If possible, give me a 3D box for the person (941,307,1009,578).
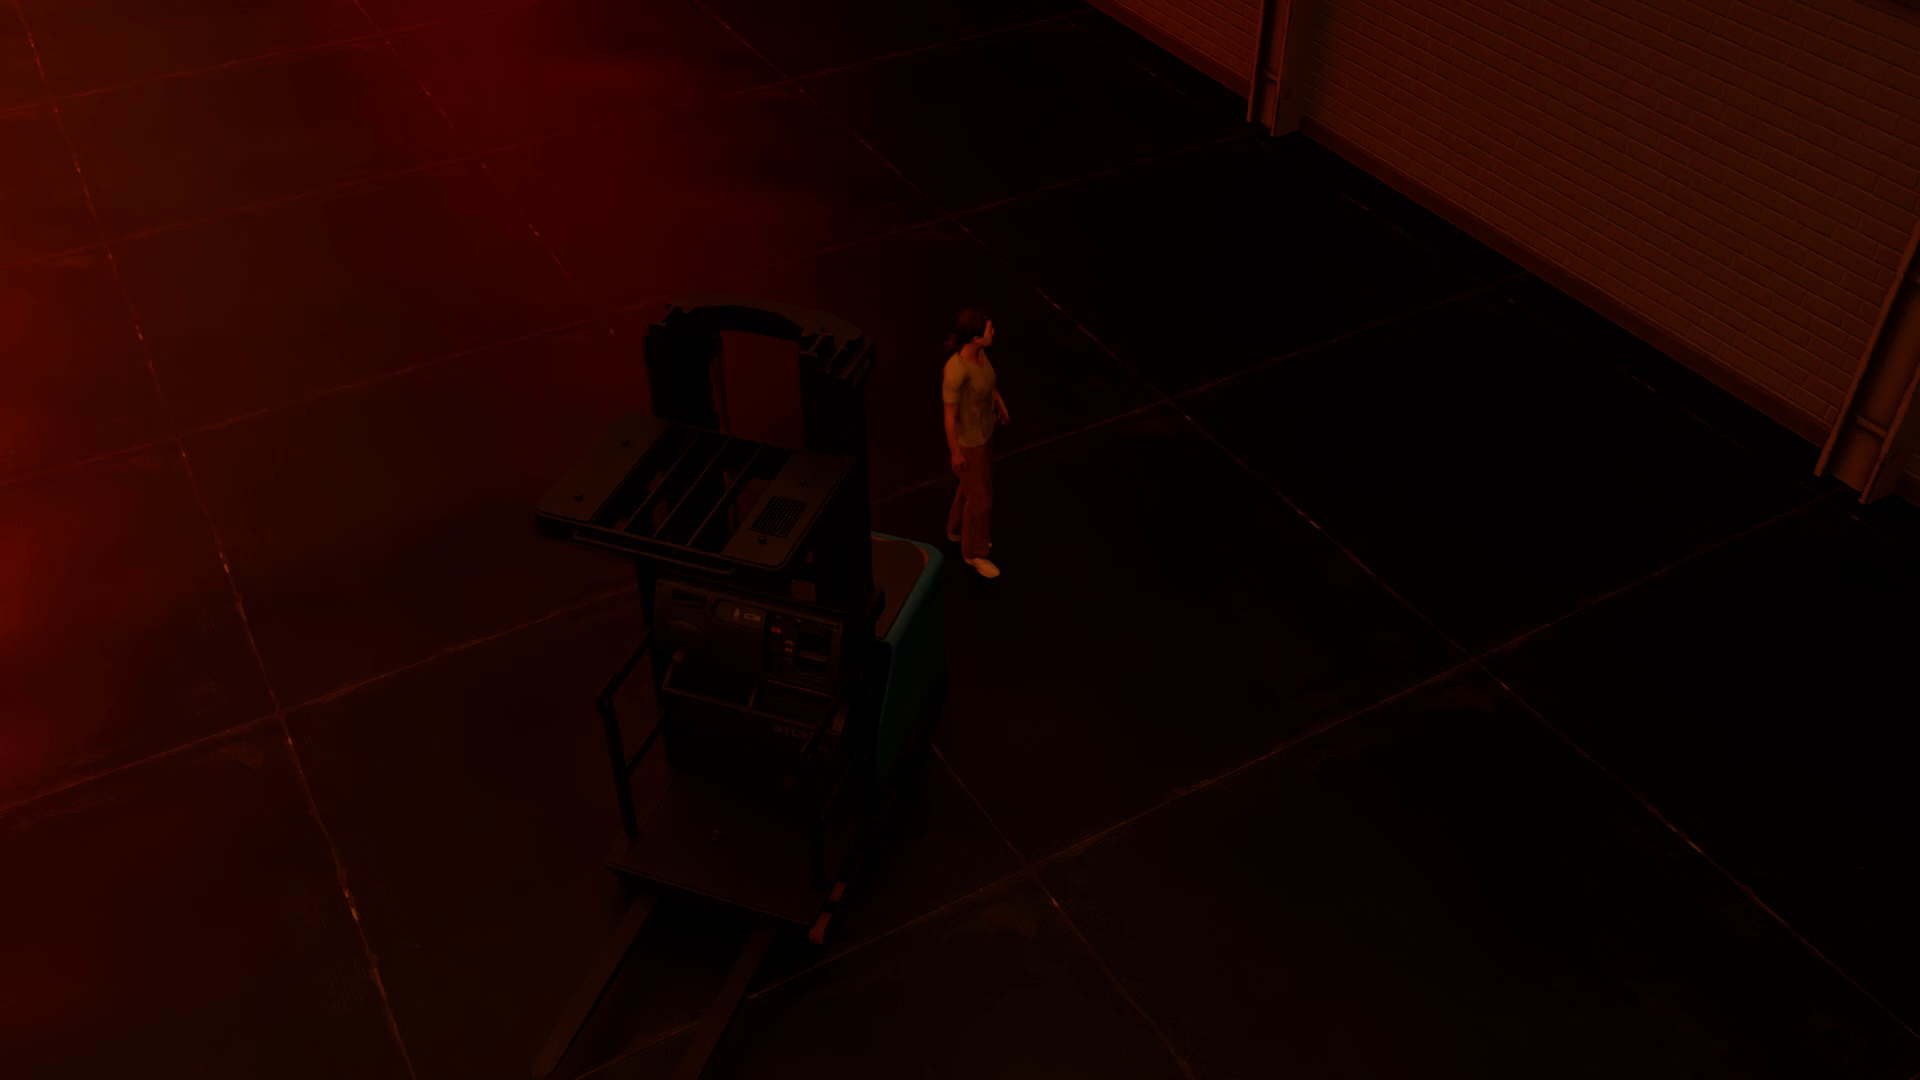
[{"bbox_3d":[0.103,-0.612,9.776,0.432,1.662,0.630,9,41,11],"label":"person"}]

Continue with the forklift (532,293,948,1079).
[{"bbox_3d":[-1.035,0.517,7.412,1.130,2.935,3.031,13,41,15],"label":"forklift"}]
